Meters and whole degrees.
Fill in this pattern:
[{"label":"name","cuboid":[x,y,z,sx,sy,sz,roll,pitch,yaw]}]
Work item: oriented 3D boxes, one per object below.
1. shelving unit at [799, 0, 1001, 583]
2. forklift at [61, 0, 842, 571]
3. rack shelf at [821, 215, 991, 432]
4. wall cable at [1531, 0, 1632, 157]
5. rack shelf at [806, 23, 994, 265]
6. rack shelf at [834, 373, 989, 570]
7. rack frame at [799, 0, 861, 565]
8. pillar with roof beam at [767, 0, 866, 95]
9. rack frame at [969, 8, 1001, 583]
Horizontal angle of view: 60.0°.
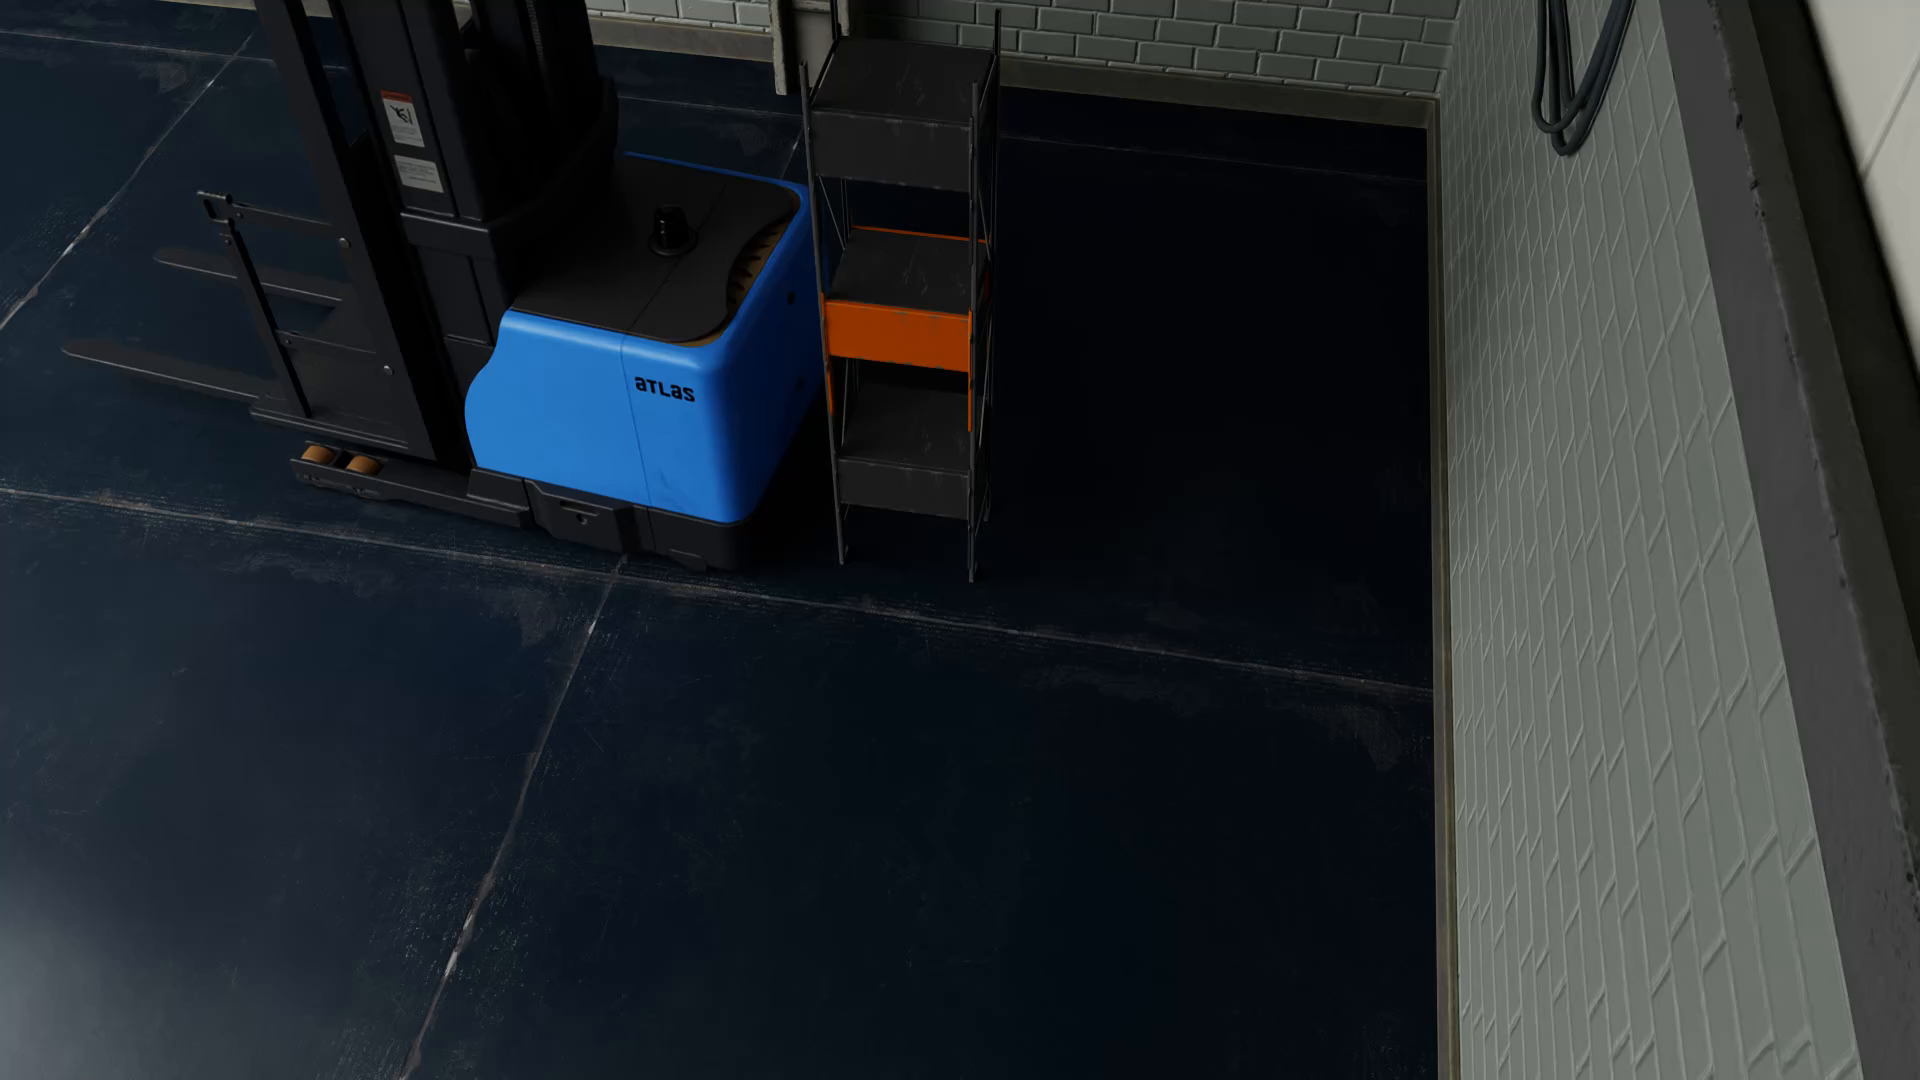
[{"label":"shelving unit","cuboid":[-0.163,-0.724,5.489,0.503,2.100,0.431,8,49,7]},{"label":"forklift","cuboid":[-2.047,-1.502,5.629,3.031,2.935,1.130,13,49,11]},{"label":"rack shelf","cuboid":[-0.163,-0.715,5.499,0.480,0.518,0.431,8,49,7]},{"label":"wall cable","cuboid":[1.976,-2.907,4.900,0.112,2.526,3.097,8,49,7]},{"label":"rack shelf","cuboid":[-0.163,-1.182,4.978,0.480,0.518,0.431,8,49,7]},{"label":"rack shelf","cuboid":[-0.163,-0.247,6.019,0.480,0.518,0.431,8,49,7]},{"label":"rack frame","cuboid":[-0.403,-0.756,5.518,0.015,2.100,0.400,8,49,7]},{"label":"pillar with roof beam","cuboid":[-1.454,-2.152,2.134,0.400,9.000,9.100,8,49,7]},{"label":"rack frame","cuboid":[0.077,-0.691,5.460,0.015,2.100,0.400,8,49,7]}]
